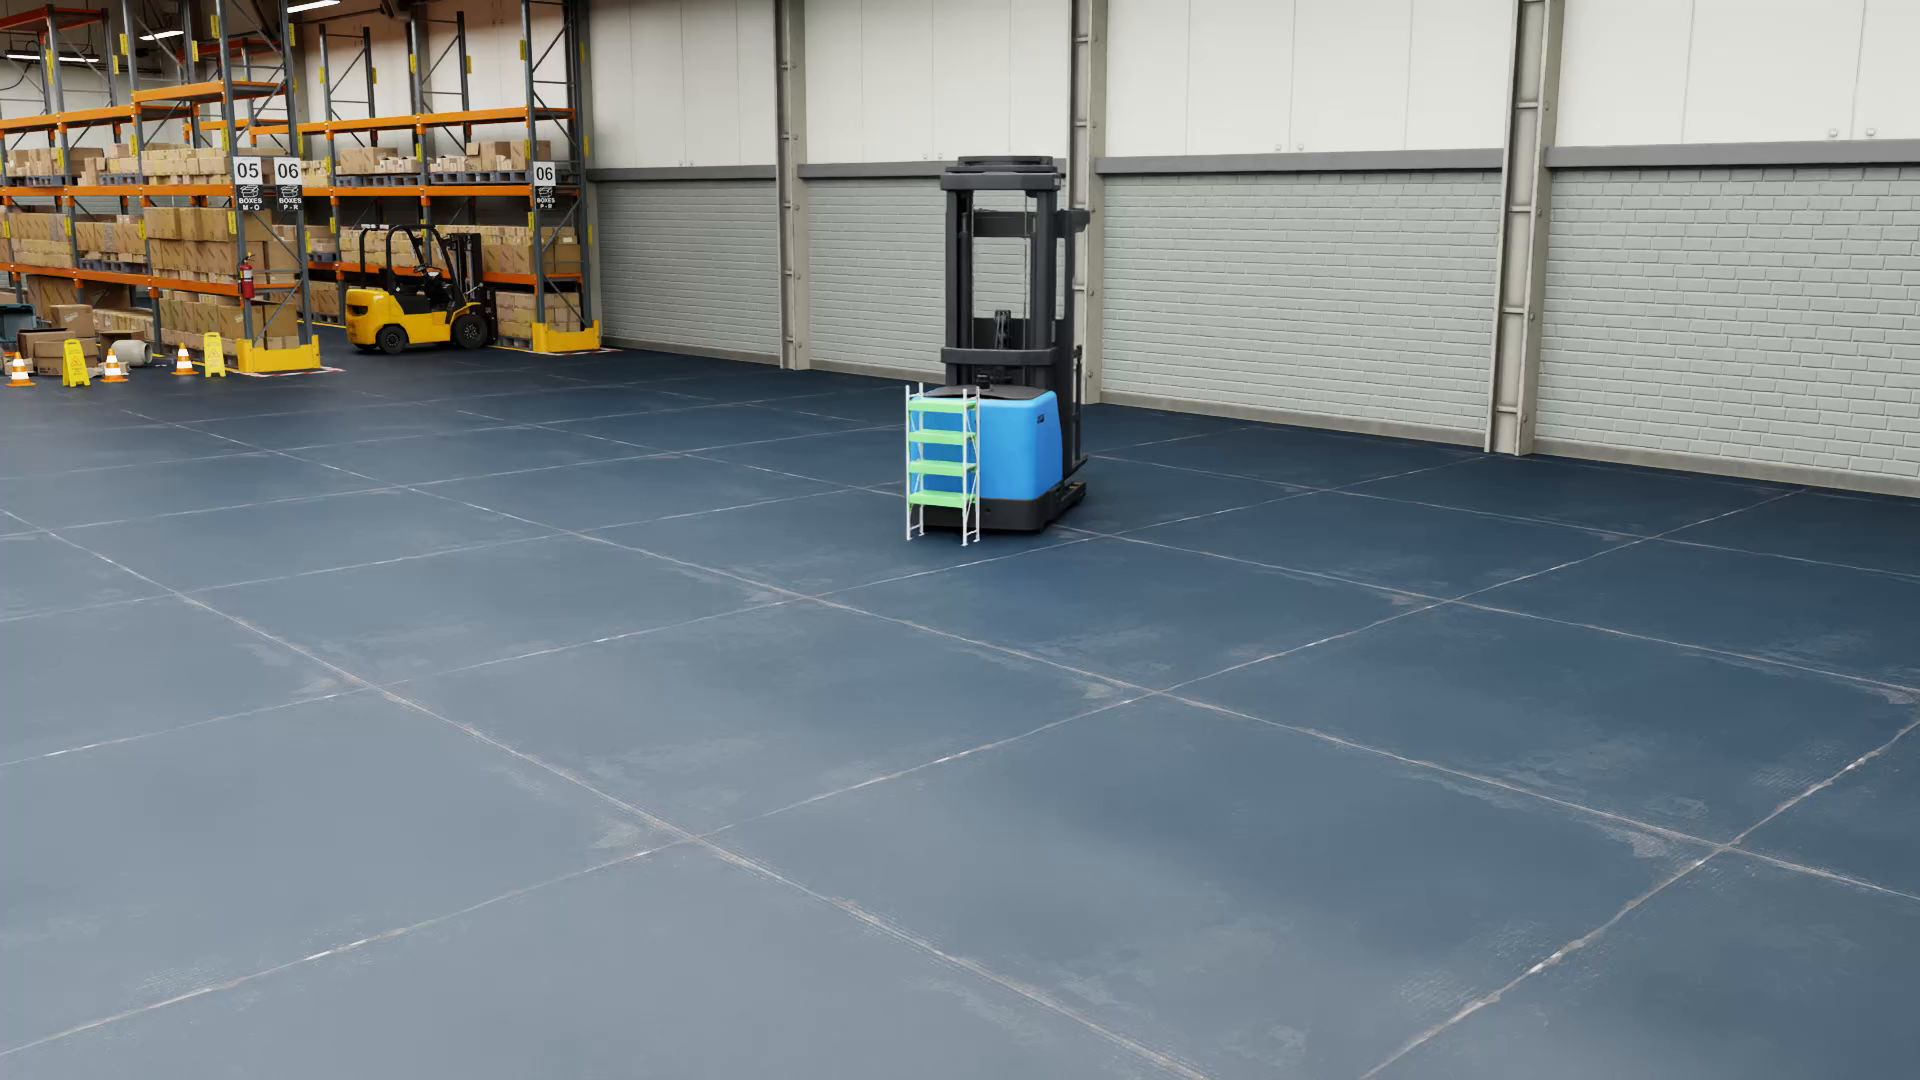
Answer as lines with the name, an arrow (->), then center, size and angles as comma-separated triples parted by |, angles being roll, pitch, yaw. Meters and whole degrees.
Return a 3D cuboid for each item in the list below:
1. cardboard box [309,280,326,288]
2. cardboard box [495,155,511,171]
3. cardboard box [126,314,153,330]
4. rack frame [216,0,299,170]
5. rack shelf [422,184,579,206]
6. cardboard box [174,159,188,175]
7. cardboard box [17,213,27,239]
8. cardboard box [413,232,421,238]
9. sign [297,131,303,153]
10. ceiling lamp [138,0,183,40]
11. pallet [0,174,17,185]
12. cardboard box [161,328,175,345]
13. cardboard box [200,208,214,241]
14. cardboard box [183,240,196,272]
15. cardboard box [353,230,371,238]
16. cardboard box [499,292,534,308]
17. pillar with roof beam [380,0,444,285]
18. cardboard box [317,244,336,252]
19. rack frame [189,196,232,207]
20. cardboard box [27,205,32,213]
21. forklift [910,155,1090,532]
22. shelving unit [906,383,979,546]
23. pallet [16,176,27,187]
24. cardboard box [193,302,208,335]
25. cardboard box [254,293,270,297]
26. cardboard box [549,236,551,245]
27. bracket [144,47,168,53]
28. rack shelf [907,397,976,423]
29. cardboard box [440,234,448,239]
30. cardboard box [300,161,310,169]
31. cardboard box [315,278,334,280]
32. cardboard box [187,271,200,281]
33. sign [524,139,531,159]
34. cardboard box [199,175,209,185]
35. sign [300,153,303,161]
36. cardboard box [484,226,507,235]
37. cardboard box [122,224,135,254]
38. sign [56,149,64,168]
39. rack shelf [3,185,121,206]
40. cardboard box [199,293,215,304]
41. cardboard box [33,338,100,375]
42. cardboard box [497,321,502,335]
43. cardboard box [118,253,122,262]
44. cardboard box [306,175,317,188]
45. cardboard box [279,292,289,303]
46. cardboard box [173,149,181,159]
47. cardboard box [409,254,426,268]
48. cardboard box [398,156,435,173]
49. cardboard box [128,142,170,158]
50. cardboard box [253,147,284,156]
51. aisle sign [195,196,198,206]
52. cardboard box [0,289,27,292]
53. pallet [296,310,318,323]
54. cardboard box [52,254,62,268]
cardboard box -> -13.815, -5.488, 35.660 | 0.250, 0.149, 0.380 | 11, 16, 42
cardboard box -> -7.837, -6.560, 28.932 | 0.396, 0.266, 0.258 | -11, 16, -42
cardboard box -> -14.083, -3.778, 29.285 | 0.950, 0.372, 0.625 | -10, 15, -39
rack frame -> -10.458, -7.033, 24.747 | 1.000, 3.000, 0.127 | -11, 16, -43
rack shelf -> -8.252, -6.196, 29.899 | 1.077, 0.370, 4.000 | -11, 16, -43
cardboard box -> -12.065, -5.895, 26.293 | 0.500, 0.250, 0.500 | -11, 16, -42
cardboard box -> -18.278, -6.210, 32.894 | 0.500, 0.500, 0.500 | -11, 16, -43
cardboard box -> -10.221, -5.791, 31.733 | 0.380, 0.149, 0.250 | -11, 16, -43
sign -> -10.066, -6.067, 25.329 | 0.100, 0.325, 0.005 | -11, 16, -43
ceiling lamp -> -16.168, -11.907, 33.938 | 0.800, 3.185, 2.000 | -11, 16, -43
pallet -> -19.302, -7.392, 34.146 | 1.003, 0.211, 1.213 | -11, 16, -43
cardboard box -> -13.008, -3.414, 27.820 | 0.500, 0.250, 0.500 | 11, 16, 43
cardboard box -> -11.313, -4.898, 25.789 | 0.700, 0.500, 0.500 | -11, 16, -42
cardboard box -> -12.054, -4.554, 26.597 | 0.500, 0.500, 0.500 | -11, 16, -42
cardboard box -> -12.007, -6.161, 33.526 | 0.380, 0.149, 0.250 | -10, 16, -41
cardboard box -> -7.771, -4.233, 29.319 | 0.500, 0.250, 0.500 | -11, 16, -42
pillar with roof beam -> -13.957, -8.228, 30.548 | 9.100, 9.000, 0.548 | -11, 16, -43
cardboard box -> -13.126, -6.079, 34.568 | 0.380, 0.149, 0.250 | -11, 16, -42
rack frame -> -17.920, -7.122, 40.046 | 1.000, 3.000, 0.127 | -11, 16, -43
cardboard box -> -18.964, -6.820, 34.246 | 0.380, 0.149, 0.250 | -11, 16, -42
forklift -> 0.479, -1.755, 14.168 | 1.130, 2.935, 3.031 | 3, 12, 15
shelving unit -> -0.132, -0.584, 12.773 | 0.503, 1.200, 0.258 | 6, 13, 26
pallet -> -18.076, -7.094, 32.953 | 1.217, 0.209, 0.805 | 11, 16, 43
cardboard box -> -11.906, -3.552, 26.632 | 0.500, 0.500, 0.500 | 11, 16, 44
cardboard box -> -16.287, -5.719, 38.392 | 0.500, 0.500, 0.700 | 11, 16, 43
cardboard box -> -7.134, -5.266, 29.184 | 0.380, 0.149, 0.250 | -11, 16, -43
bracket -> -21.603, -12.761, 43.630 | 0.076, 0.066, 5.218 | -11, 16, -43
rack shelf -> -0.132, -0.992, 12.689 | 0.480, 0.148, 0.258 | 6, 13, 26
cardboard box -> -9.423, -5.617, 30.884 | 0.380, 0.149, 0.250 | -10, 16, -41
cardboard box -> -13.567, -7.853, 34.807 | 0.380, 0.149, 0.250 | -11, 16, -44
cardboard box -> -13.988, -5.670, 36.547 | 0.380, 0.149, 0.250 | -10, 16, -41
cardboard box -> -12.164, -4.244, 26.699 | 0.380, 0.149, 0.250 | -11, 16, -43
sign -> -7.272, -6.577, 27.971 | 0.100, 0.325, 0.005 | -11, 16, -43
cardboard box -> -11.594, -5.605, 25.873 | 0.380, 0.149, 0.250 | -11, 16, -43
sign -> -14.759, -8.531, 37.196 | 0.100, 0.325, 0.005 | -11, 16, -43
cardboard box -> -8.224, -5.494, 29.554 | 0.380, 0.149, 0.250 | -10, 16, -41
cardboard box -> -14.049, -5.186, 28.626 | 0.500, 0.500, 0.500 | -11, 16, -42
sign -> -16.390, -6.947, 30.287 | 0.100, 0.325, 0.005 | -11, 16, -43
rack shelf -> -17.364, -6.671, 32.206 | 1.077, 0.370, 4.000 | -11, 16, -43
cardboard box -> -11.854, -3.839, 26.420 | 0.380, 0.149, 0.250 | -10, 15, -40
cardboard box -> -13.502, -2.776, 25.136 | 0.637, 0.503, 0.797 | 1, 12, 6
cardboard box -> -8.099, -3.819, 29.786 | 0.500, 0.250, 0.500 | -11, 16, -42
cardboard box -> -14.469, -4.949, 29.079 | 0.380, 0.149, 0.250 | -11, 16, -43
cardboard box -> -13.273, -7.464, 34.647 | 0.500, 0.250, 0.500 | -11, 16, -42
cardboard box -> -14.611, -5.341, 36.557 | 0.500, 0.500, 0.500 | -11, 16, -43
cardboard box -> -12.300, -6.141, 26.499 | 0.380, 0.149, 0.250 | -11, 16, -43
cardboard box -> -10.170, -5.334, 31.741 | 0.500, 0.250, 0.500 | -10, 16, -41
cardboard box -> -10.309, -7.122, 31.547 | 0.500, 0.311, 0.500 | 11, 16, 43
cardboard box -> -13.713, -6.591, 28.130 | 0.500, 0.250, 0.500 | -10, 16, -41
cardboard box -> -10.556, -5.912, 25.384 | 0.380, 0.149, 0.250 | -11, 16, -43
aisle sign -> -18.179, -8.364, 39.634 | 0.394, 0.787, 0.004 | -11, 16, -43
cardboard box -> -20.341, -5.166, 35.860 | 0.875, 0.438, 0.875 | -10, 16, -41
pallet -> -13.722, -4.881, 36.079 | 1.003, 0.211, 1.213 | -11, 16, -43
cardboard box -> -16.884, -5.299, 31.568 | 0.500, 0.250, 0.500 | -11, 16, -42
